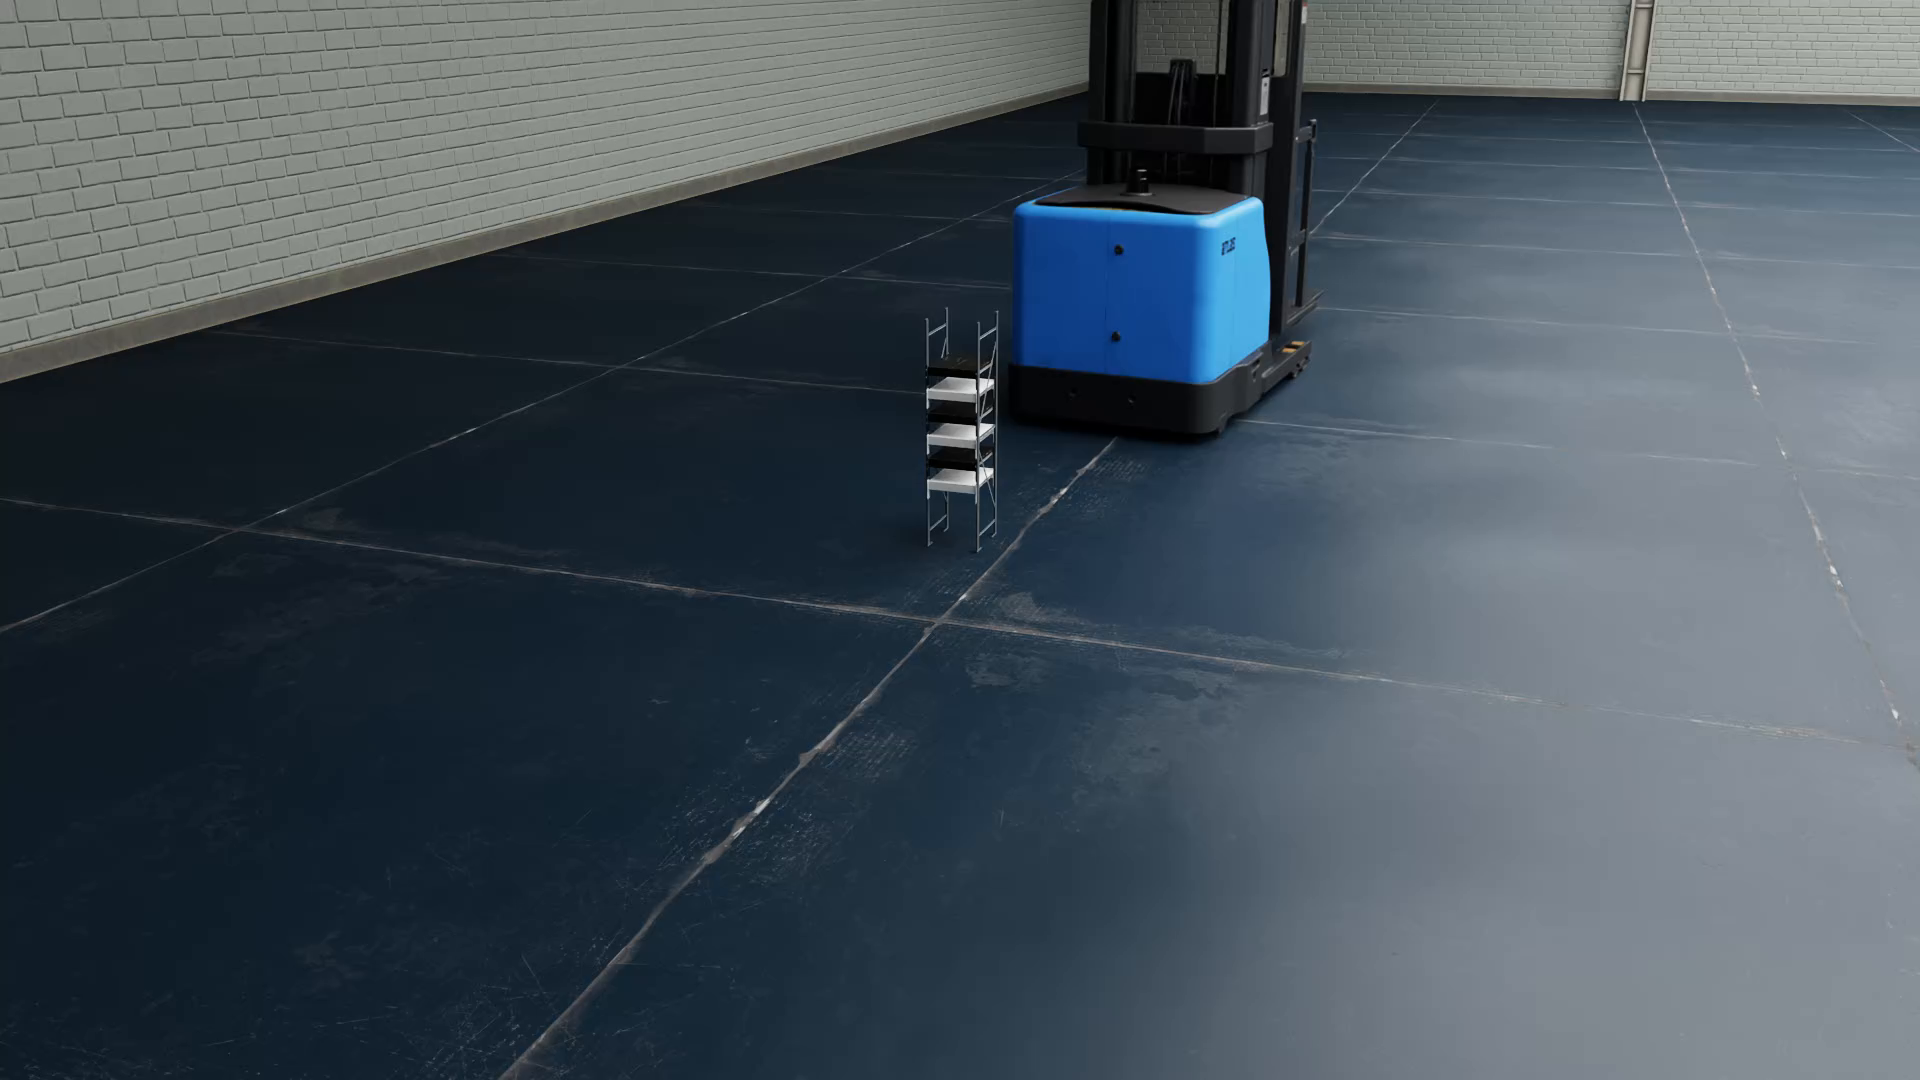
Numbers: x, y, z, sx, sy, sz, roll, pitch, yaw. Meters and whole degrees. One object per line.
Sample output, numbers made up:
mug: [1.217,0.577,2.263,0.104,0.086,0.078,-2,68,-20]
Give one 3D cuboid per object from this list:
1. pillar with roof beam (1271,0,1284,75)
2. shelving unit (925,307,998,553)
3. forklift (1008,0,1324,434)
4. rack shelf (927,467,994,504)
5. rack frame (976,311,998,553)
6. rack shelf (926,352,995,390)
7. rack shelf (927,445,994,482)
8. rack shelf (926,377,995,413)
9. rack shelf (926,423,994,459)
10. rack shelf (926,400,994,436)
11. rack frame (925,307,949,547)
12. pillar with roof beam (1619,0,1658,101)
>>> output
pillar with roof beam: [3.948,-10.782,23.836,0.400,9.000,9.100,7,20,18]
shelving unit: [0.008,-0.424,6.426,0.210,0.900,0.258,7,20,18]
forklift: [1.317,-2.325,8.793,1.130,2.935,3.031,9,21,23]
rack shelf: [0.008,-0.223,6.496,0.200,0.077,0.258,7,20,18]
rack frame: [0.104,-0.413,6.394,0.006,0.900,0.240,7,20,18]
rack shelf: [0.008,-0.648,6.348,0.200,0.077,0.258,7,20,18]
rack shelf: [0.008,-0.308,6.466,0.200,0.077,0.258,7,20,18]
rack shelf: [0.008,-0.563,6.377,0.200,0.077,0.258,7,20,18]
rack shelf: [0.008,-0.393,6.437,0.200,0.077,0.258,7,20,18]
rack shelf: [0.008,-0.478,6.407,0.200,0.077,0.258,7,20,18]
rack frame: [-0.088,-0.435,6.457,0.006,0.900,0.240,7,20,18]
pillar with roof beam: [9.616,-10.134,21.977,0.400,9.000,9.100,7,20,18]
